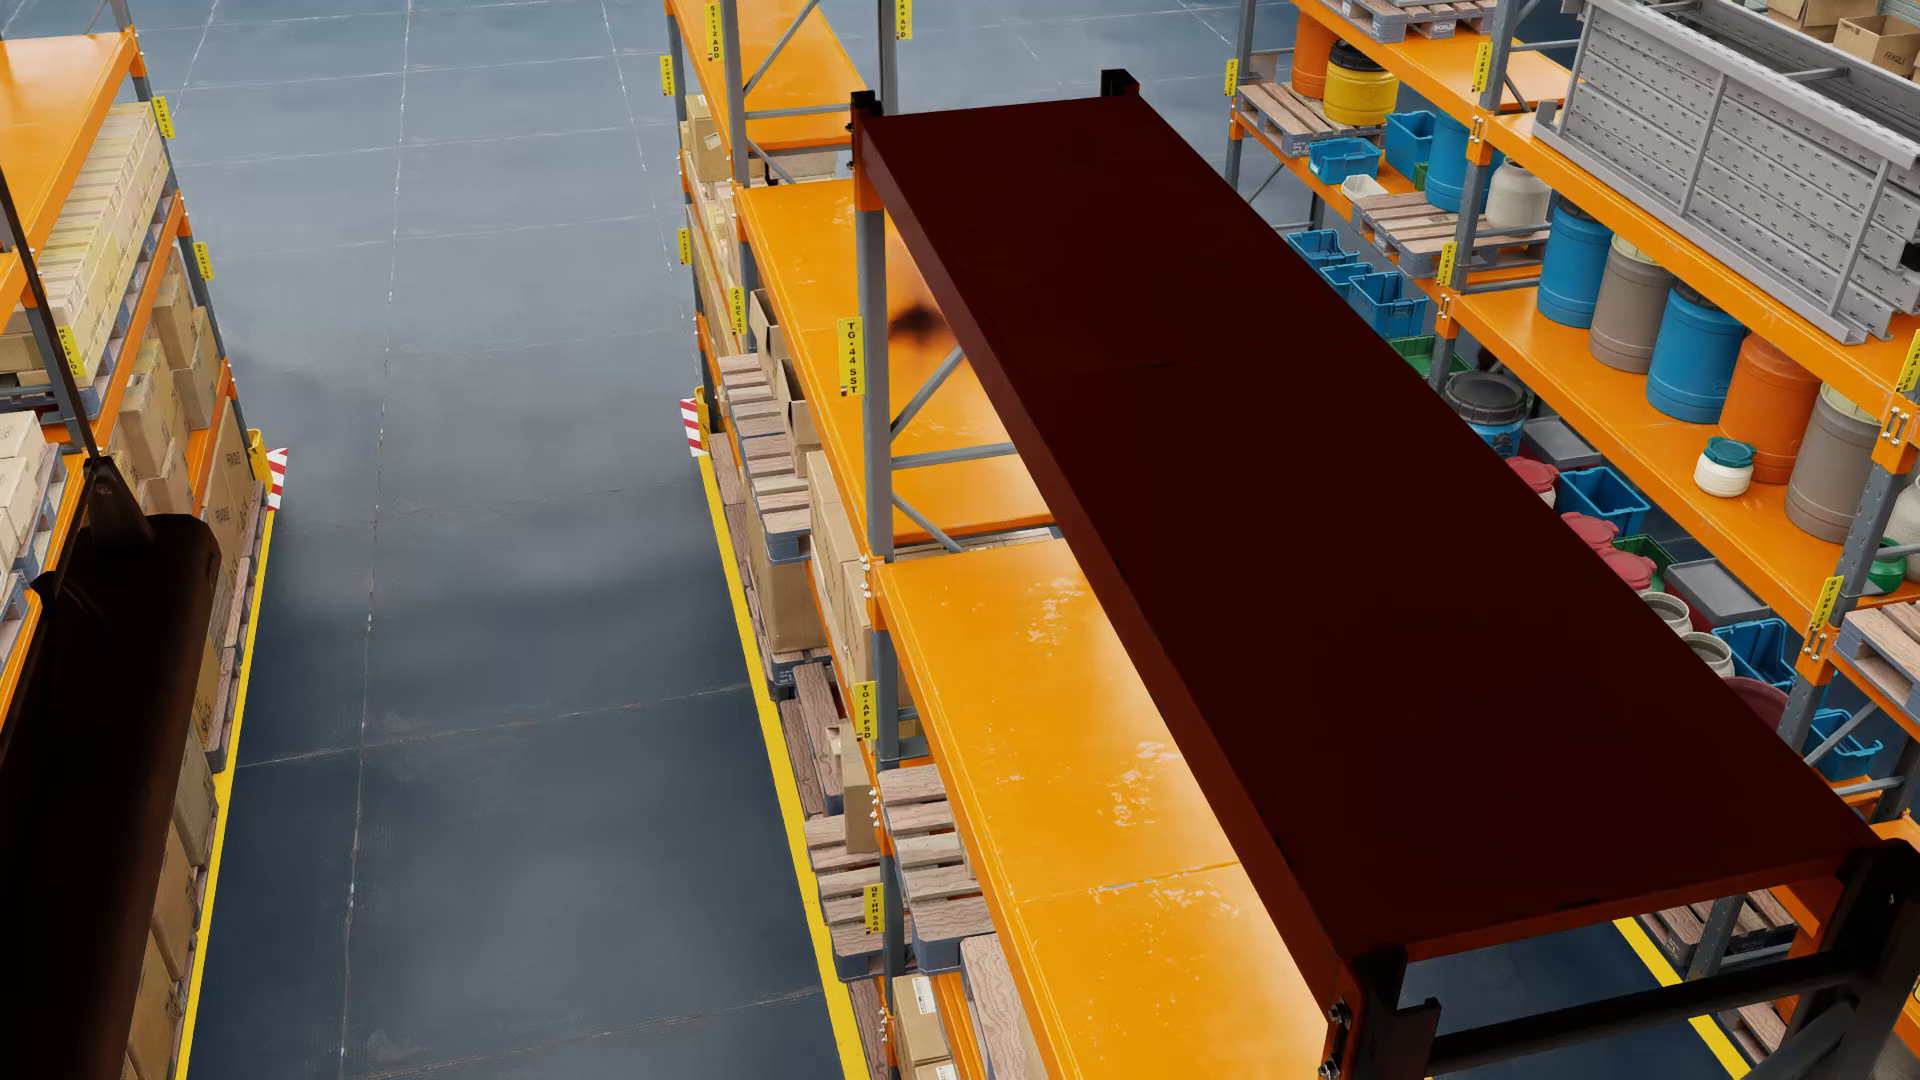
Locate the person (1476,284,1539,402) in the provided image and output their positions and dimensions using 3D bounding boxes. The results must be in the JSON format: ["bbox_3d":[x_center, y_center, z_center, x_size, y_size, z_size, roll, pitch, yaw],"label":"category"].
[{"bbox_3d":[5.079,-1.831,15.251,0.712,1.744,0.738,-17,38,-23],"label":"person"}]
